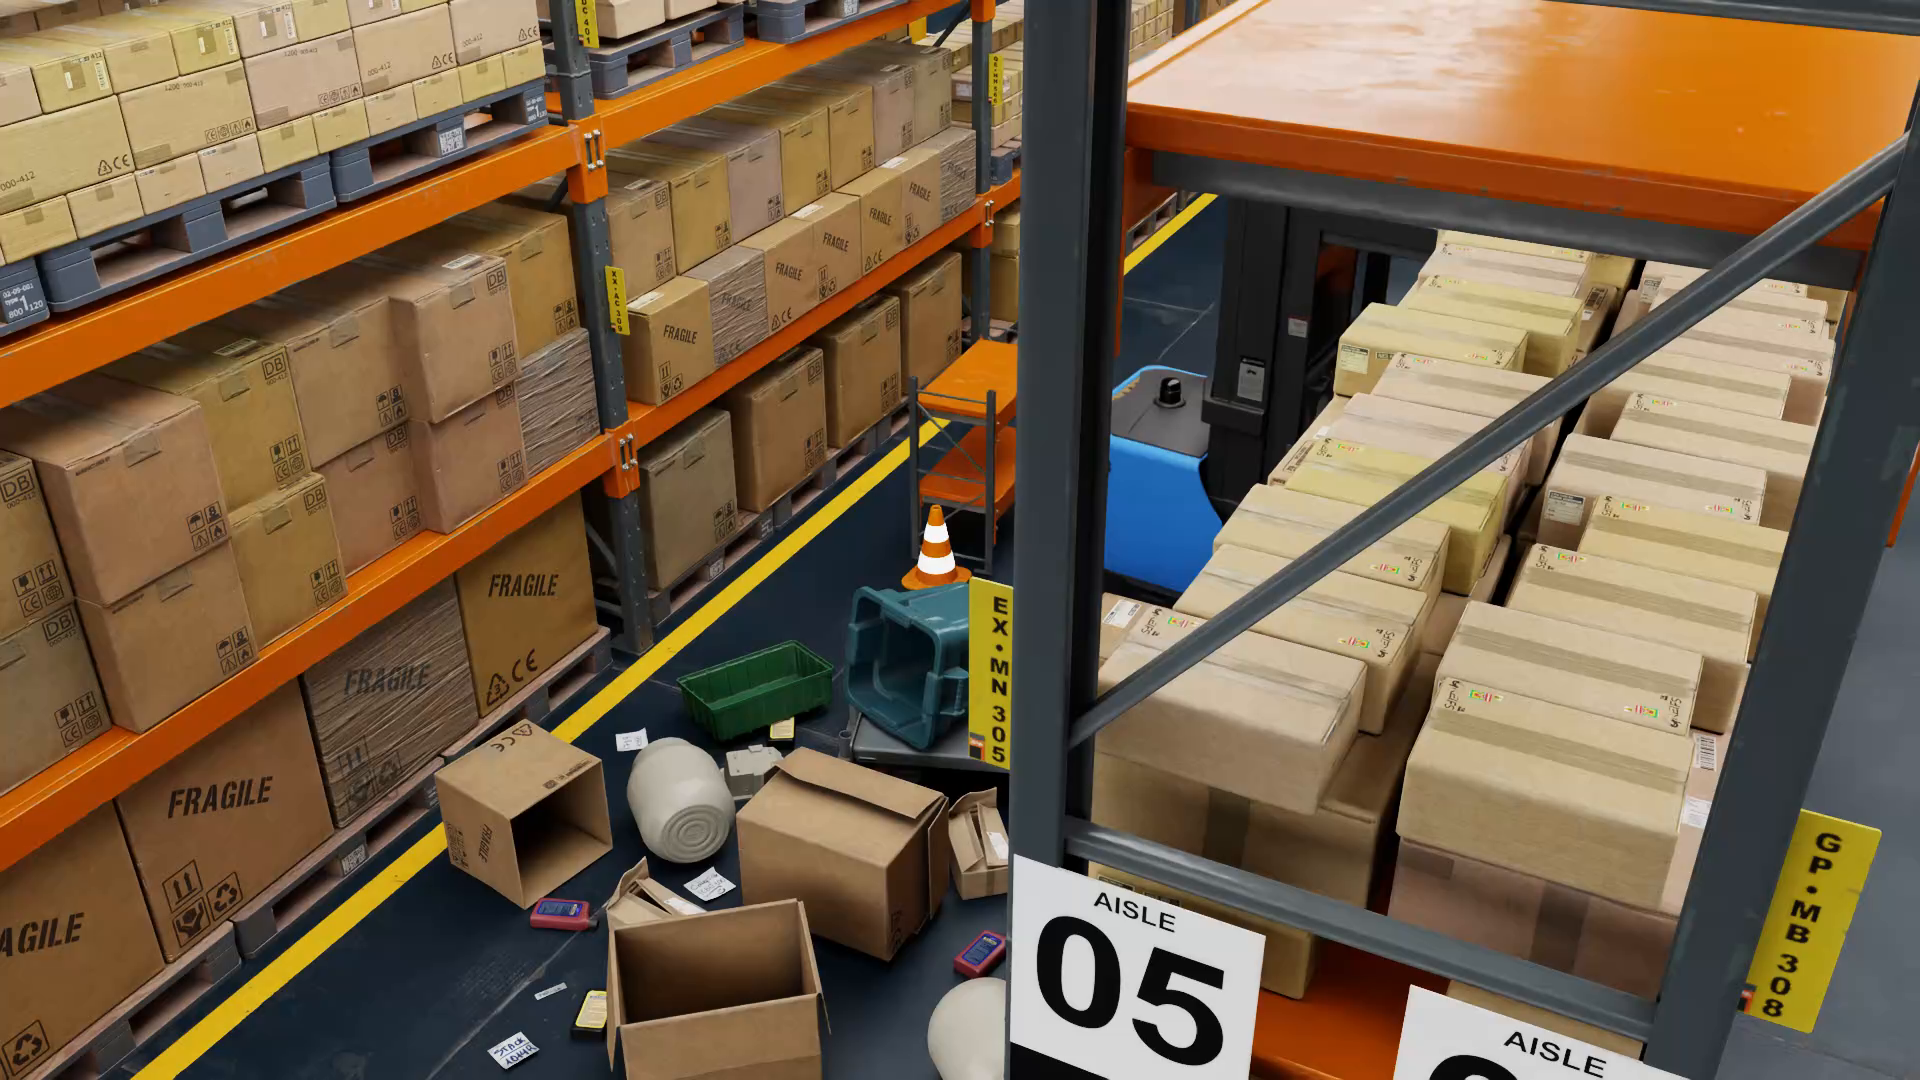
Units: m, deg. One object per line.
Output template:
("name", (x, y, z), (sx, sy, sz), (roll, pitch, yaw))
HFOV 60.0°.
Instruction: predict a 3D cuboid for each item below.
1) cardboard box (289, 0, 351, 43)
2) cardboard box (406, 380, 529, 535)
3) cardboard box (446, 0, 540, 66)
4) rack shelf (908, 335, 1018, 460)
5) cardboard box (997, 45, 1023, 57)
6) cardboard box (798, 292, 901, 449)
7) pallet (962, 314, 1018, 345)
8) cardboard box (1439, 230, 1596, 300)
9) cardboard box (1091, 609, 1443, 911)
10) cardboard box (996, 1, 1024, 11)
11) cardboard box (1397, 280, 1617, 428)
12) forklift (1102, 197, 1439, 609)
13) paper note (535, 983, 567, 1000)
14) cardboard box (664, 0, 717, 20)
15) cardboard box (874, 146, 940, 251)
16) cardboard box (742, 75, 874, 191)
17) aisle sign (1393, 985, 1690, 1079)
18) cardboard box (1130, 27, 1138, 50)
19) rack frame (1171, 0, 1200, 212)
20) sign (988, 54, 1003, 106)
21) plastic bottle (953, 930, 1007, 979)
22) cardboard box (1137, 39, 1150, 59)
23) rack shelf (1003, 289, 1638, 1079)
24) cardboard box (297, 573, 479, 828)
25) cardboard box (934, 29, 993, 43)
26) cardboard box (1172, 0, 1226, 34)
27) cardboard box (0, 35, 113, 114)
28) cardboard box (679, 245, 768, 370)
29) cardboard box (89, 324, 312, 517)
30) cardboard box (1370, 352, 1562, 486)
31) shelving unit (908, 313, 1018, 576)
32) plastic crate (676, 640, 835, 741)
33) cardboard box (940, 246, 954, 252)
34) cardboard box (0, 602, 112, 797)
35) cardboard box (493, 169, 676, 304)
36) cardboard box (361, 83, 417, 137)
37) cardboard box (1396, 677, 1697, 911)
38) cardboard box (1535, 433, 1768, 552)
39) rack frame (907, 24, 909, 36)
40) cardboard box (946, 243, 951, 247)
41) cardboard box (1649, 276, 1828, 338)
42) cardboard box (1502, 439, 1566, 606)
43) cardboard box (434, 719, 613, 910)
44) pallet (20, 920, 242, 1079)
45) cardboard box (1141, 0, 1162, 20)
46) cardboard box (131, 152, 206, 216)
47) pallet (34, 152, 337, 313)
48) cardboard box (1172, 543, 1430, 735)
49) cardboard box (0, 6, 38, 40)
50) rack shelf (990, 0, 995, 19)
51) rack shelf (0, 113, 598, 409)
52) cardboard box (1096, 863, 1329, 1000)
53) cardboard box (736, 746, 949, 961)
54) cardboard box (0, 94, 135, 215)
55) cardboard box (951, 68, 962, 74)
("cardboard box", (-2.430, -1.906, 5.973), (0.380, 0.149, 0.250), (14, 33, 23))
("cardboard box", (-2.474, -0.476, 7.416), (0.875, 0.550, 0.550), (14, 33, 23))
("cardboard box", (-2.082, -2.140, 6.782), (0.500, 0.250, 0.500), (14, 33, 23))
("rack shelf", (0.158, -0.828, 9.458), (0.538, 0.278, 1.000), (12, 31, 20))
("cardboard box", (0.476, -3.436, 11.955), (0.380, 0.149, 0.250), (13, 32, 21))
("cardboard box", (-1.017, -1.168, 10.609), (1.050, 0.750, 0.750), (15, 33, 24))
("pallet", (0.093, -1.736, 12.562), (1.003, 0.211, 1.213), (14, 33, 23))
("cardboard box", (1.500, -0.751, 4.486), (0.380, 0.149, 0.250), (13, 32, 22))
("cardboard box", (0.537, 0.372, 2.929), (0.500, 0.250, 0.500), (14, 33, 23))
("cardboard box", (0.496, -4.172, 13.236), (0.380, 0.149, 0.250), (14, 33, 23))
("cardboard box", (1.456, -0.530, 4.501), (0.500, 0.250, 0.500), (15, 33, 24))
("forklift", (2.051, -0.745, 8.103), (3.031, 2.935, 1.130), (18, 34, 28))
("paper note", (-1.628, 1.795, 6.615), (0.123, 0.001, 0.032), (-18, 34, -28))
("cardboard box", (-1.393, -2.647, 8.065), (0.250, 0.149, 0.380), (14, 33, 23))
("cardboard box", (-0.459, -2.161, 10.401), (0.500, 0.500, 0.500), (14, 33, 23))
("cardboard box", (-0.939, -2.427, 9.860), (0.700, 0.500, 0.500), (14, 33, 23))
("aisle sign", (0.792, 0.996, 2.394), (0.394, 0.787, 0.004), (14, 33, 23))
("cardboard box", (1.197, -4.005, 13.244), (0.380, 0.149, 0.250), (13, 32, 22))
("rack frame", (1.558, -4.373, 14.353), (1.000, 3.000, 0.127), (14, 33, 23))
("sign", (0.231, -2.977, 10.760), (0.100, 0.325, 0.005), (14, 33, 23))
("plastic bottle", (0.109, 1.673, 6.776), (0.133, 0.061, 0.283), (21, 36, 32))
("cardboard box", (1.320, -4.000, 13.533), (0.380, 0.149, 0.250), (14, 33, 23))
("rack shelf", (1.455, 0.150, 4.187), (1.077, 0.370, 4.000), (14, 33, 23))
("cardboard box", (-2.842, 0.576, 7.446), (0.875, 0.875, 0.875), (15, 33, 24))
("cardboard box", (0.020, -3.704, 12.420), (0.380, 0.149, 0.250), (14, 33, 23))
("cardboard box", (2.008, -4.707, 14.536), (0.500, 0.500, 0.500), (14, 33, 22))
("cardboard box", (-2.893, -1.455, 5.189), (0.380, 0.149, 0.250), (14, 33, 23))
("cardboard box", (-1.378, -1.266, 8.841), (0.500, 0.500, 0.500), (15, 33, 24))
("cardboard box", (-3.035, -0.489, 6.354), (0.875, 0.550, 0.500), (14, 33, 23))
("cardboard box", (1.109, -0.270, 3.647), (0.380, 0.149, 0.250), (13, 32, 22))
("shelving unit", (0.159, -0.573, 9.600), (0.538, 1.125, 1.048), (12, 31, 20))
("plastic crate", (-0.999, 0.742, 8.211), (0.662, 0.188, 0.450), (-18, 24, -28))
("cardboard box", (-0.197, -2.049, 12.394), (0.500, 0.500, 0.500), (14, 33, 23))
("cardboard box", (-3.549, 0.458, 5.789), (0.875, 0.550, 0.550), (14, 33, 23))
("cardboard box", (-1.865, -1.525, 8.288), (0.700, 0.500, 0.500), (14, 33, 22))
("cardboard box", (-2.315, -1.670, 6.363), (0.380, 0.149, 0.250), (14, 33, 23))
("cardboard box", (0.888, 0.376, 2.522), (0.380, 0.149, 0.250), (14, 33, 23))
("cardboard box", (1.365, -0.062, 3.285), (0.380, 0.149, 0.250), (14, 33, 23))
("rack frame", (-0.989, -7.316, 19.478), (1.000, 3.000, 0.127), (14, 33, 23))
("cardboard box", (-0.186, -2.385, 12.227), (0.500, 0.250, 0.500), (13, 33, 22))
("cardboard box", (1.885, -0.505, 4.057), (0.380, 0.149, 0.250), (15, 33, 24))
("cardboard box", (1.462, 0.042, 3.504), (0.500, 0.250, 0.500), (15, 33, 25))
("cardboard box", (-1.880, 1.178, 7.195), (0.500, 0.500, 0.500), (21, 36, 32))
("pallet", (-3.614, 1.784, 6.431), (1.003, 0.211, 1.213), (14, 33, 23))
("cardboard box", (1.427, -4.362, 13.568), (0.380, 0.149, 0.250), (13, 32, 22))
("cardboard box", (-2.777, -1.222, 5.584), (0.380, 0.149, 0.250), (15, 33, 24))
("pallet", (-3.025, -1.189, 5.886), (1.003, 0.211, 1.213), (14, 33, 23))
("cardboard box", (0.587, 0.165, 2.890), (0.380, 0.149, 0.250), (15, 33, 24))
("cardboard box", (-3.362, -1.719, 5.648), (0.380, 0.149, 0.250), (15, 33, 24))
("rack shelf", (0.647, -4.475, 12.241), (1.077, 0.370, 4.000), (14, 33, 23))
("rack shelf", (-2.997, -0.928, 6.065), (1.077, 0.370, 4.000), (14, 33, 23))
("cardboard box", (0.458, 0.612, 2.913), (0.380, 0.149, 0.250), (14, 33, 23))
("cardboard box", (-0.491, 1.279, 6.880), (0.797, 0.637, 0.503), (14, 33, 23))
("cardboard box", (-3.001, -1.248, 5.229), (0.500, 0.250, 0.500), (14, 33, 23))
("cardboard box", (-0.207, -3.360, 12.121), (0.380, 0.149, 0.250), (15, 33, 24))
